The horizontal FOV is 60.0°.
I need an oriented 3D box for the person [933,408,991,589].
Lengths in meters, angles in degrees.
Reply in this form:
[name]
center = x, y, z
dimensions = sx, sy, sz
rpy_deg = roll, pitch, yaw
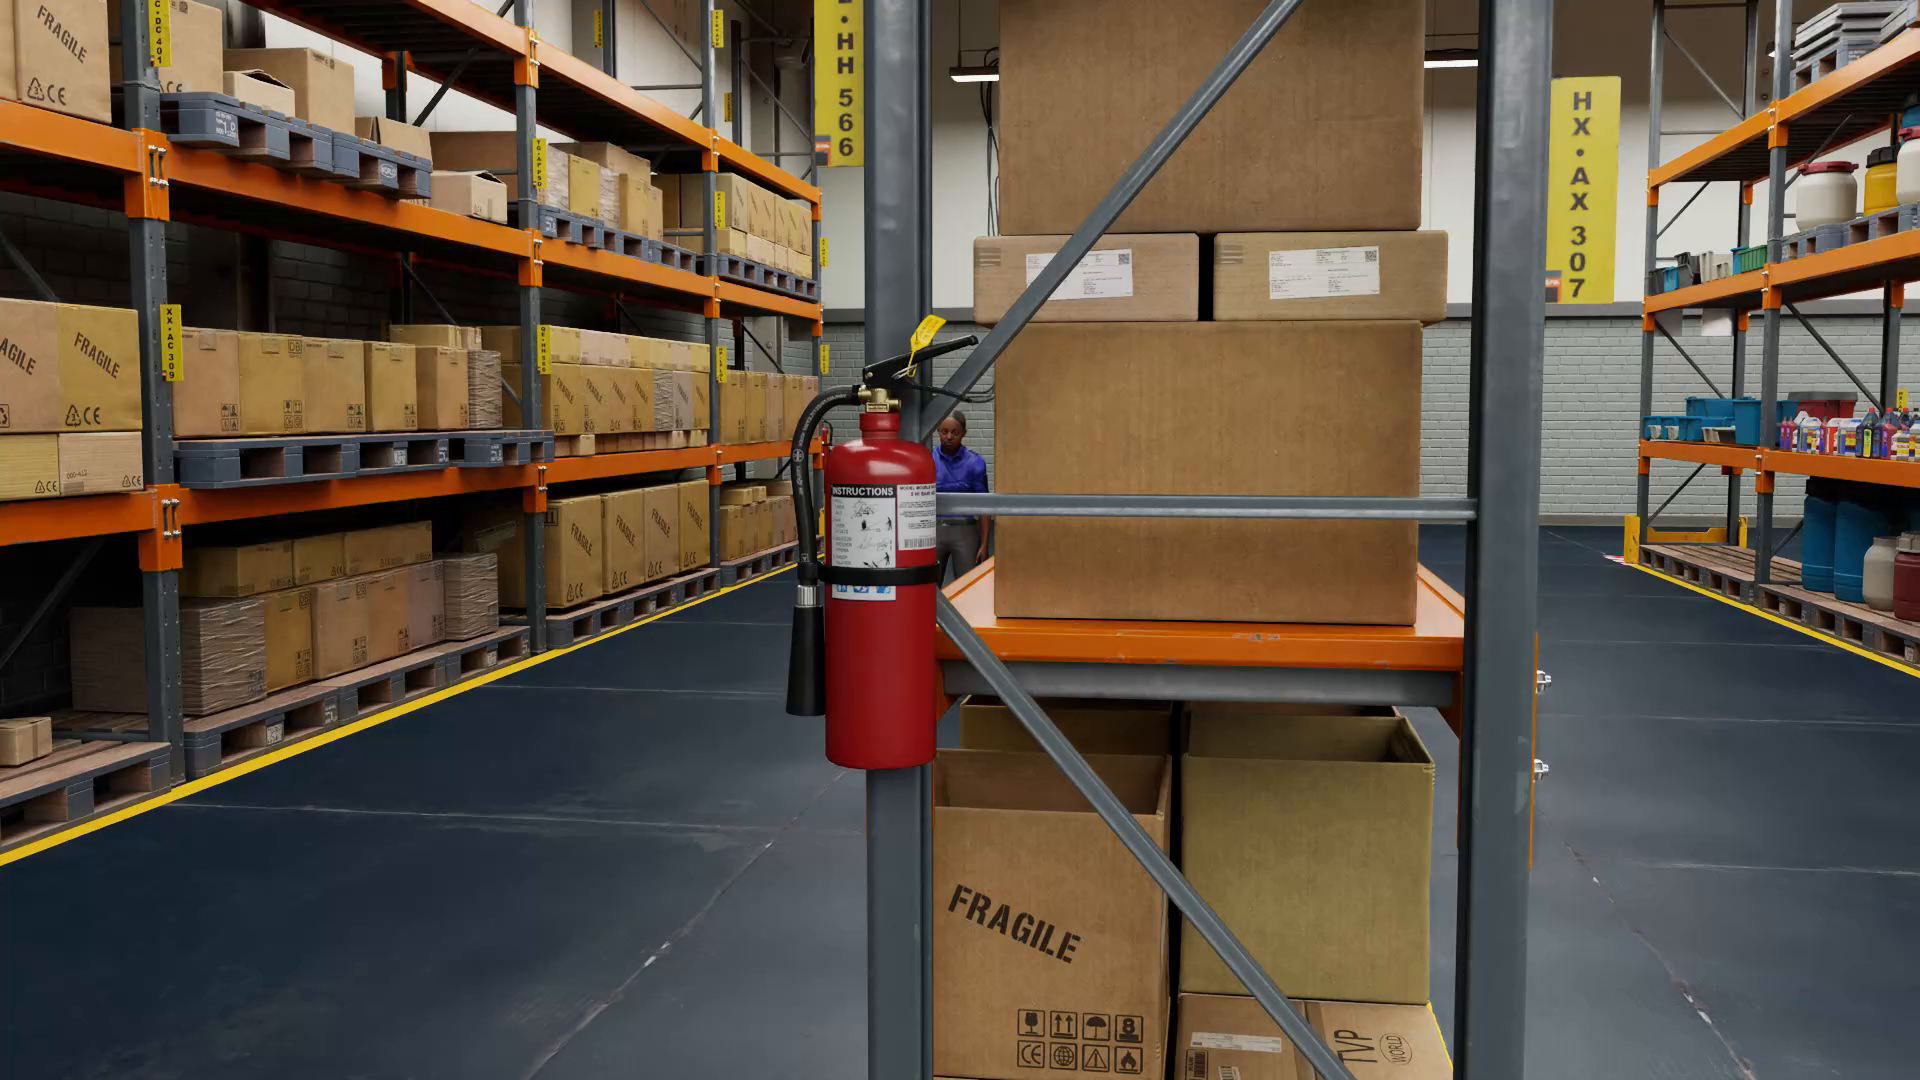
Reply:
[person]
center = -0.069, 0.035, 10.000
dimensions = 0.506, 1.654, 0.350
rpy_deg = 1, 5, 7
